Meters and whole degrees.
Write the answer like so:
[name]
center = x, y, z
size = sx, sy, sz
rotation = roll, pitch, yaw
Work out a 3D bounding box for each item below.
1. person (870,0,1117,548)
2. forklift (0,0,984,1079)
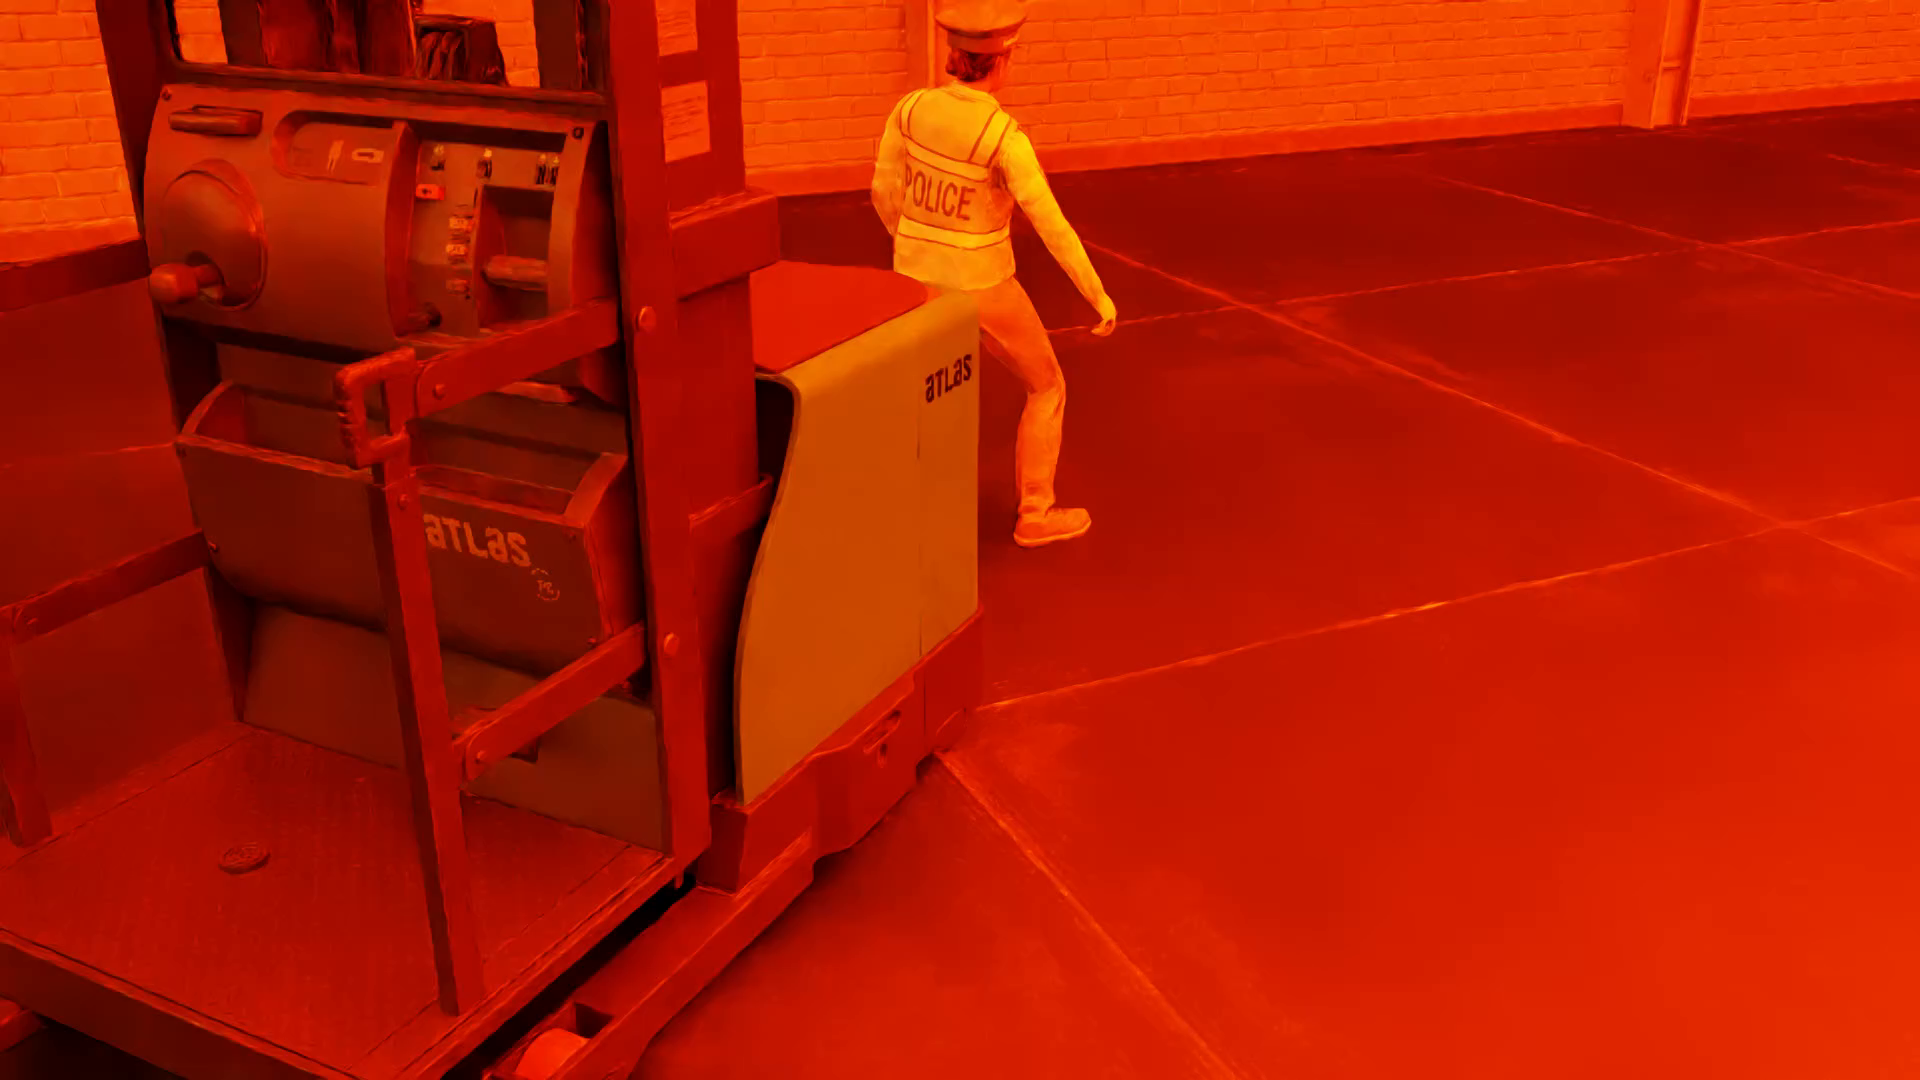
[person]
center = 0.092, -0.780, 4.922
size = 0.740, 1.578, 0.429
rotation = 15, 27, 32
[forklift]
center = -1.063, -0.502, 2.495
size = 1.130, 2.935, 3.031
rotation = 11, 25, 25
